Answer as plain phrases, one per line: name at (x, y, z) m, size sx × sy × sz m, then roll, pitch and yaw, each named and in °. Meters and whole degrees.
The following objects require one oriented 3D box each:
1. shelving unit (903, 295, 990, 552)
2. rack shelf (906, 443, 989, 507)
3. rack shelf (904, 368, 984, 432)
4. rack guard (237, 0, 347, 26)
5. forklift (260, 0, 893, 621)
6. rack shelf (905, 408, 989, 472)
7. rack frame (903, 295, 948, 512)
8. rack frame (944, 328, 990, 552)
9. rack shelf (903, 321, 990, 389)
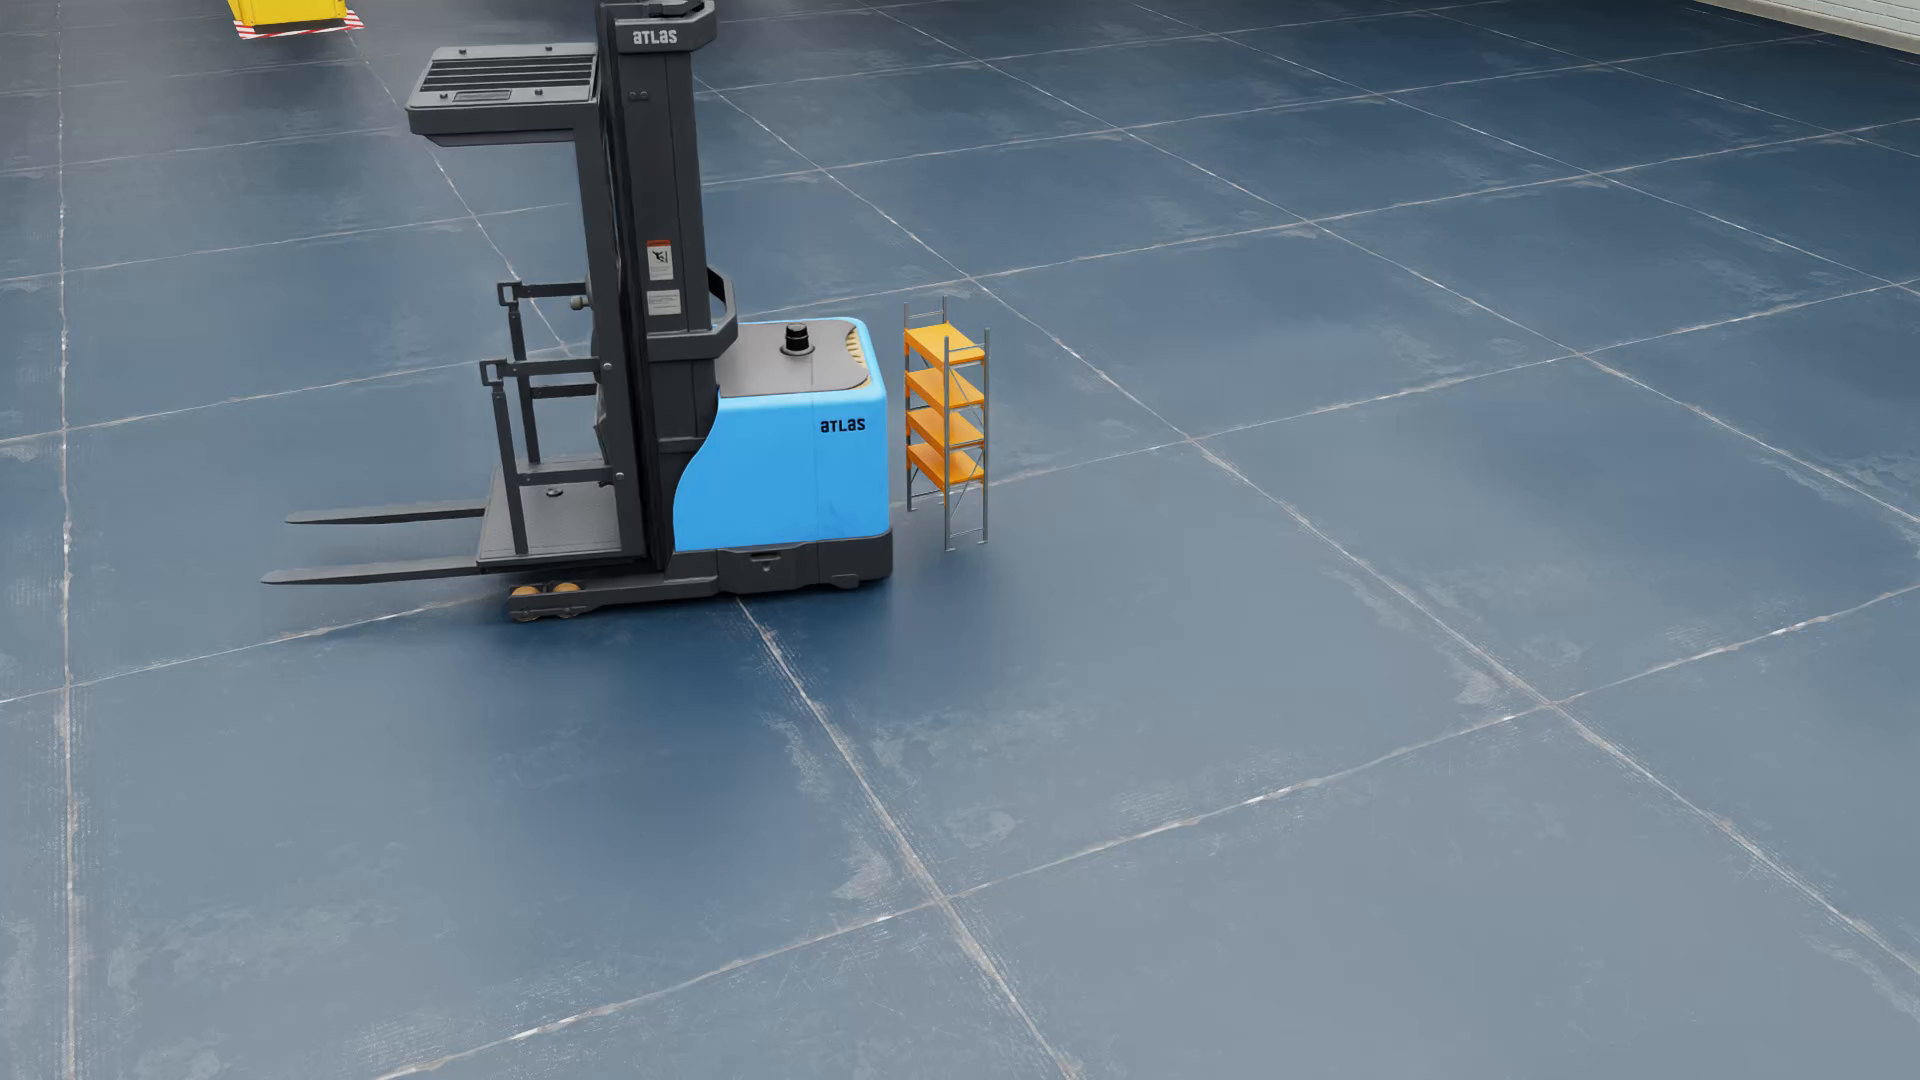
shelving unit at (-0.071, -0.596, 8.587) m, size 0.258 × 1.200 × 0.503 m, roll -13°, pitch 32°, yaw -22°
rack shelf at (-0.071, -0.365, 8.717) m, size 0.258 × 0.148 × 0.480 m, roll -13°, pitch 32°, yaw -22°
rack shelf at (-0.071, -0.733, 8.510) m, size 0.258 × 0.148 × 0.480 m, roll -13°, pitch 32°, yaw -22°
rack guard at (-7.934, -6.433, 19.711) m, size 1.175 × 0.500 × 0.348 m, roll -13°, pitch 32°, yaw -22°
forklift at (-1.900, -1.163, 7.828) m, size 3.031 × 2.935 × 1.130 m, roll -5°, pitch 30°, yaw -8°
rack shelf at (-0.071, -0.538, 8.620) m, size 0.258 × 0.148 × 0.480 m, roll -13°, pitch 32°, yaw -22°
rack frame at (-0.176, -0.704, 8.779) m, size 0.240 × 1.200 × 0.015 m, roll -13°, pitch 32°, yaw -22°
rack frame at (0.034, -0.489, 8.395) m, size 0.240 × 1.200 × 0.015 m, roll -13°, pitch 32°, yaw -22°
rack shelf at (-0.071, -0.939, 8.395) m, size 0.258 × 0.148 × 0.480 m, roll -13°, pitch 32°, yaw -22°
